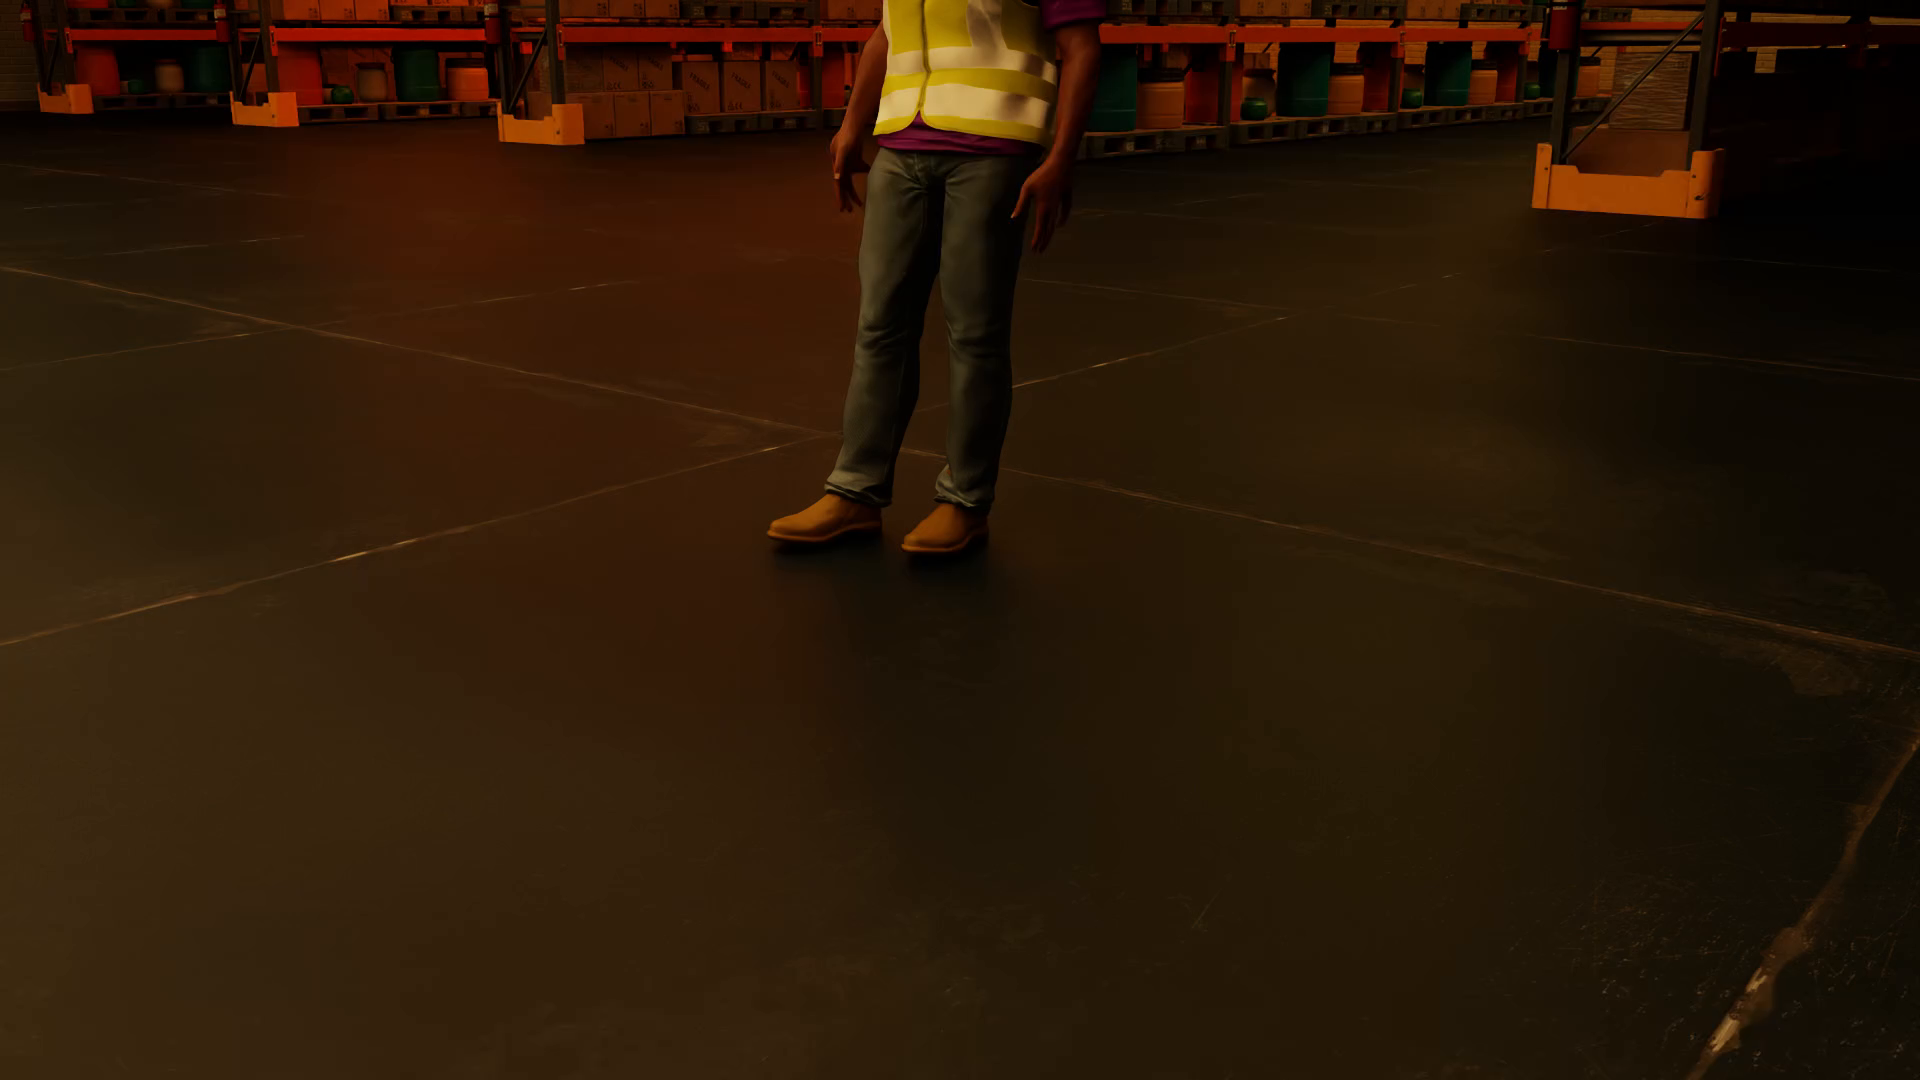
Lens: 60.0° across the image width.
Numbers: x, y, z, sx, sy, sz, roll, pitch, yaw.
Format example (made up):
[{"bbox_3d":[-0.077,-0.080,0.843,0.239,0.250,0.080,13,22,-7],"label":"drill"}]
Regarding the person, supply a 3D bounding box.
[{"bbox_3d":[-0.049,-0.838,3.636,0.665,1.765,0.577,13,21,37],"label":"person"}]
